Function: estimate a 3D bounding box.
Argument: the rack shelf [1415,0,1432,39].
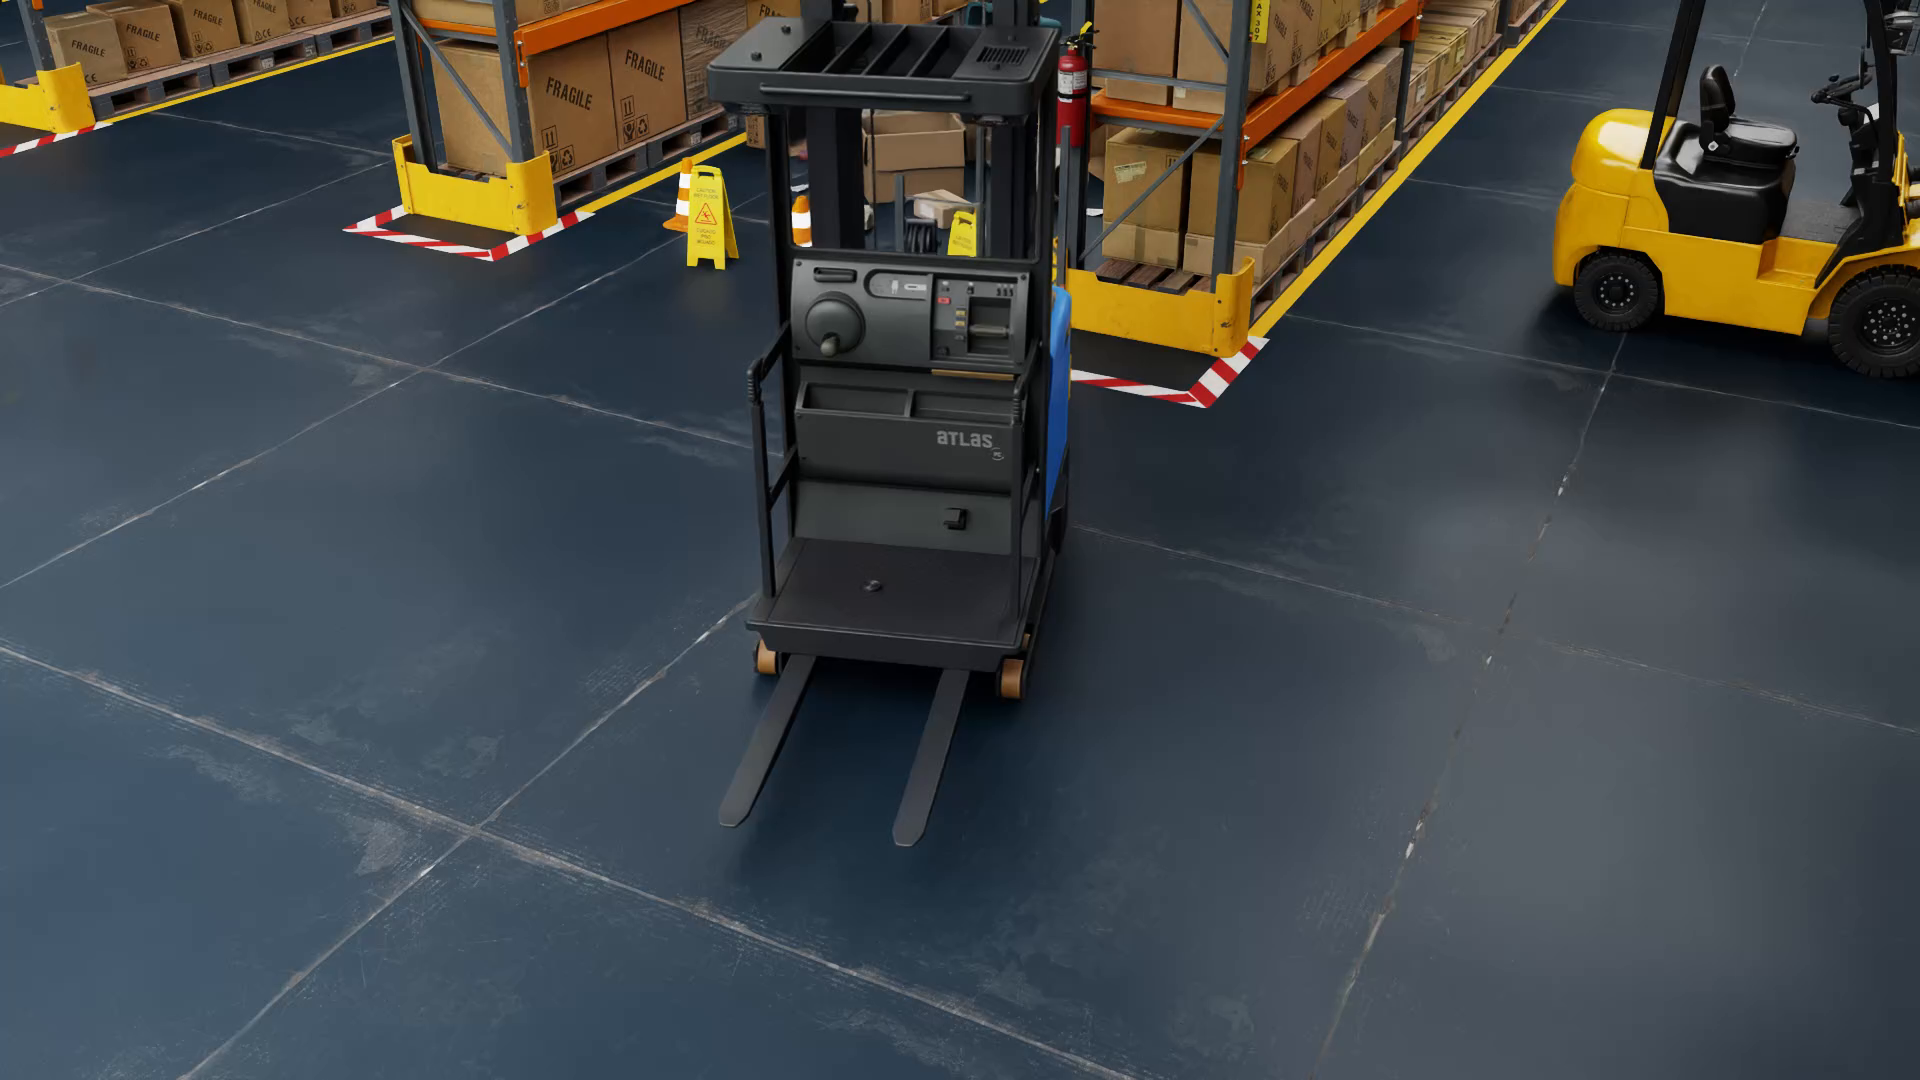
[{"bbox_3d":[3.815,-4.861,13.926,1.077,0.370,4.000,14,33,23],"label":"rack shelf"}]

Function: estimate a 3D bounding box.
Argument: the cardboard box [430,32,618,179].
[{"bbox_3d":[-3.121,-3.168,11.966,0.875,0.875,0.875,14,33,24],"label":"cardboard box"}]

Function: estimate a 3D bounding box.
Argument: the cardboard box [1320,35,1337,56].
[{"bbox_3d":[2.174,-3.188,10.541,0.380,0.149,0.250,13,32,22],"label":"cardboard box"}]

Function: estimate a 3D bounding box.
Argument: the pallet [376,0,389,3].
[{"bbox_3d":[-5.565,-5.671,17.413,1.003,0.211,1.213,14,33,23],"label":"pallet"}]

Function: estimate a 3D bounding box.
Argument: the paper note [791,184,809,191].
[{"bbox_3d":[-1.164,-2.595,12.240,0.142,0.017,0.144,-25,38,-36],"label":"paper note"}]

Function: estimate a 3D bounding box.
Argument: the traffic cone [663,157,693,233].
[{"bbox_3d":[-1.865,-2.405,11.473,0.336,0.463,0.334,14,33,23],"label":"traffic cone"}]

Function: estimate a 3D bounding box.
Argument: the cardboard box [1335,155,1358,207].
[{"bbox_3d":[2.404,-2.491,11.414,0.500,0.250,0.500,15,33,24],"label":"cardboard box"}]

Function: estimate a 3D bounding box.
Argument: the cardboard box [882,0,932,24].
[{"bbox_3d":[-0.903,-5.294,15.794,1.050,0.750,0.750,14,33,23],"label":"cardboard box"}]

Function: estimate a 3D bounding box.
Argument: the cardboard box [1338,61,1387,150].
[{"bbox_3d":[2.643,-3.053,11.640,0.500,0.500,0.500,15,33,24],"label":"cardboard box"}]

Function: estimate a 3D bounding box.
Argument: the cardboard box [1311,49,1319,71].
[{"bbox_3d":[1.961,-2.947,10.122,0.380,0.149,0.250,15,33,25],"label":"cardboard box"}]

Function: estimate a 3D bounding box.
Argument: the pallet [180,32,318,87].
[{"bbox_3d":[-6.747,-4.477,15.334,1.003,0.211,1.213,14,33,23],"label":"pallet"}]

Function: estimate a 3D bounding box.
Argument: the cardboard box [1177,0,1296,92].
[{"bbox_3d":[1.544,-2.833,9.272,0.500,0.500,0.500,14,33,23],"label":"cardboard box"}]

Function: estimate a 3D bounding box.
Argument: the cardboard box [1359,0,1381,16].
[{"bbox_3d":[2.462,-3.745,10.860,0.500,0.500,0.500,15,33,25],"label":"cardboard box"}]

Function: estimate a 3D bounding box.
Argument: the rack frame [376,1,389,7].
[{"bbox_3d":[-5.918,-6.535,16.117,1.000,3.000,0.127,14,33,23],"label":"rack frame"}]

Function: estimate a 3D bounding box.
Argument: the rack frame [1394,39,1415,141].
[{"bbox_3d":[2.904,-4.287,12.203,1.000,3.000,0.127,14,33,23],"label":"rack frame"}]

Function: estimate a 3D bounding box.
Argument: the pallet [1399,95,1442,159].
[{"bbox_3d":[3.257,-3.423,13.499,1.003,0.211,1.213,14,33,23],"label":"pallet"}]

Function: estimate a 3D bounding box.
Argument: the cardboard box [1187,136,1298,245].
[{"bbox_3d":[1.706,-2.134,10.040,0.500,0.500,0.500,13,32,22],"label":"cardboard box"}]

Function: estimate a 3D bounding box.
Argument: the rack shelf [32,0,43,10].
[{"bbox_3d":[-6.829,-5.336,14.753,1.077,0.370,4.000,14,33,23],"label":"rack shelf"}]

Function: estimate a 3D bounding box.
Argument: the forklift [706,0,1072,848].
[{"bbox_3d":[-0.230,-0.829,6.251,1.130,2.935,3.031,5,30,8],"label":"forklift"}]

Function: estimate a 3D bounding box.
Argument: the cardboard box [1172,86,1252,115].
[{"bbox_3d":[1.421,-2.508,9.358,0.380,0.149,0.250,14,33,23],"label":"cardboard box"}]

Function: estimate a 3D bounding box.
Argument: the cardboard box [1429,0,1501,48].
[{"bbox_3d":[4.460,-4.854,15.408,0.950,0.372,0.625,12,32,20],"label":"cardboard box"}]

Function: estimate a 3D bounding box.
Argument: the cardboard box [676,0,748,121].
[{"bbox_3d":[-2.305,-3.962,13.349,0.875,0.875,0.875,15,33,24],"label":"cardboard box"}]

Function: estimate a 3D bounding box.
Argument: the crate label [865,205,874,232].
[{"bbox_3d":[-0.711,-2.219,11.477,0.250,0.136,0.298,-1,30,-3],"label":"crate label"}]

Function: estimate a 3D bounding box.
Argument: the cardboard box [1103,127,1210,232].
[{"bbox_3d":[1.214,-2.243,10.230,0.500,0.500,0.500,15,33,24],"label":"cardboard box"}]

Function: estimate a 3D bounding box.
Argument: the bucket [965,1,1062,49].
[{"bbox_3d":[0.442,-4.021,13.501,0.620,0.611,0.726,-14,31,-42],"label":"bucket"}]

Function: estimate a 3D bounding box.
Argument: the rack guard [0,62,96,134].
[{"bbox_3d":[-7.706,-3.711,13.711,1.175,0.500,0.348,14,33,23],"label":"rack guard"}]

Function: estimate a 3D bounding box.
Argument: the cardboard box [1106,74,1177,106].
[{"bbox_3d":[1.062,-2.619,9.550,0.380,0.149,0.250,15,33,25],"label":"cardboard box"}]

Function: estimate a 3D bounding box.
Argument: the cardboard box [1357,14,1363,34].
[{"bbox_3d":[2.426,-3.408,10.925,0.380,0.149,0.250,14,33,22],"label":"cardboard box"}]

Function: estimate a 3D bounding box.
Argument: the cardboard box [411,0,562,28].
[{"bbox_3d":[-3.242,-3.831,11.259,0.875,0.550,0.550,14,33,23],"label":"cardboard box"}]

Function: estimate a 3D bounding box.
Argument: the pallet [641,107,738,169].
[{"bbox_3d":[-2.520,-3.293,13.273,1.003,0.211,1.213,14,33,23],"label":"pallet"}]

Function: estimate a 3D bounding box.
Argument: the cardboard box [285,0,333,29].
[{"bbox_3d":[-6.390,-5.209,15.897,0.500,0.500,0.500,-26,39,-37],"label":"cardboard box"}]

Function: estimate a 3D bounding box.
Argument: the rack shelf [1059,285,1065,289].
[{"bbox_3d":[0.128,-1.083,8.492,0.538,0.185,1.000,12,32,19],"label":"rack shelf"}]

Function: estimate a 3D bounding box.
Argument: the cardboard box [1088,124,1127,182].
[{"bbox_3d":[1.204,-3.037,12.535,0.500,0.500,0.500,-12,32,-20],"label":"cardboard box"}]

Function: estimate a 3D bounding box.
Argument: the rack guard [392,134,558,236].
[{"bbox_3d":[-3.382,-2.497,11.596,1.175,0.500,0.348,14,33,23],"label":"rack guard"}]

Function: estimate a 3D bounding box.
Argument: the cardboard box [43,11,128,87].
[{"bbox_3d":[-7.441,-4.133,14.023,0.500,0.500,0.500,21,36,32],"label":"cardboard box"}]

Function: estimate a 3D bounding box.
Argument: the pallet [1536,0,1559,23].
[{"bbox_3d":[5.709,-5.722,17.502,1.003,0.211,1.213,14,33,23],"label":"pallet"}]

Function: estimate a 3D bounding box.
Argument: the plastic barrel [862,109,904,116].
[{"bbox_3d":[-0.700,-3.397,13.240,0.421,0.421,0.512,-12,32,-20],"label":"plastic barrel"}]

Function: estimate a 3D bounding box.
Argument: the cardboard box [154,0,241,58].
[{"bbox_3d":[-6.897,-4.679,14.974,0.500,0.500,0.500,18,34,28],"label":"cardboard box"}]

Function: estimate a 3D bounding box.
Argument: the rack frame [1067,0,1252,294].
[{"bbox_3d":[1.082,-2.513,9.115,1.000,3.000,0.127,14,33,23],"label":"rack frame"}]

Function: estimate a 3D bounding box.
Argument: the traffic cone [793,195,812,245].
[{"bbox_3d":[-1.014,-1.998,10.764,0.336,0.463,0.334,14,33,23],"label":"traffic cone"}]

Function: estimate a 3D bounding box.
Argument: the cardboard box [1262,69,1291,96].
[{"bbox_3d":[1.716,-2.722,9.731,0.380,0.149,0.250,13,32,22],"label":"cardboard box"}]

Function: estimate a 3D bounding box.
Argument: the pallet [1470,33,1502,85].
[{"bbox_3d":[4.369,-4.505,15.382,1.003,0.211,1.213,14,33,23],"label":"pallet"}]

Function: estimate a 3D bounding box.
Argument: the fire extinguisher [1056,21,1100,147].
[{"bbox_3d":[0.619,-2.534,9.228,0.296,0.674,0.183,14,33,23],"label":"fire extinguisher"}]

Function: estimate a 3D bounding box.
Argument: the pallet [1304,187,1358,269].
[{"bbox_3d":[2.075,-2.229,11.419,1.003,0.211,1.213,14,33,23],"label":"pallet"}]

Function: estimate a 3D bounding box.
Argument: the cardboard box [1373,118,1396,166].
[{"bbox_3d":[2.874,-2.953,12.220,0.500,0.250,0.500,16,33,25],"label":"cardboard box"}]

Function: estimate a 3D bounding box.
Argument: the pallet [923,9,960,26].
[{"bbox_3d":[-0.710,-5.058,16.345,1.003,0.211,1.213,14,33,23],"label":"pallet"}]

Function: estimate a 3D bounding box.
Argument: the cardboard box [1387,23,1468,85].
[{"bbox_3d":[3.780,-4.190,14.252,0.950,0.372,0.625,15,33,25],"label":"cardboard box"}]

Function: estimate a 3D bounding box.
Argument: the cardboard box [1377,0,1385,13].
[{"bbox_3d":[2.733,-3.756,11.531,0.380,0.149,0.250,14,33,24],"label":"cardboard box"}]

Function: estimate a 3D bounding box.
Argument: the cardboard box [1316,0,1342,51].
[{"bbox_3d":[2.008,-3.289,10.067,0.500,0.500,0.500,14,33,22],"label":"cardboard box"}]

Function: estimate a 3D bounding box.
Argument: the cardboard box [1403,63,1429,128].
[{"bbox_3d":[3.140,-3.562,13.158,0.950,0.372,0.625,15,33,24],"label":"cardboard box"}]

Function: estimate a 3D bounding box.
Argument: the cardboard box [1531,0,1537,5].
[{"bbox_3d":[5.525,-6.002,16.902,0.875,0.875,0.875,15,33,24],"label":"cardboard box"}]

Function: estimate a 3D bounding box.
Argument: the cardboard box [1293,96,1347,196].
[{"bbox_3d":[2.176,-2.587,10.829,0.500,0.500,0.500,15,33,24],"label":"cardboard box"}]

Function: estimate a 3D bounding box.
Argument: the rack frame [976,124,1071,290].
[{"bbox_3d":[0.322,-1.473,8.810,0.500,1.500,0.032,12,32,19],"label":"rack frame"}]

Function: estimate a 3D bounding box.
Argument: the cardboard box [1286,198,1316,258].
[{"bbox_3d":[1.934,-2.023,10.599,0.500,0.250,0.500,16,33,25],"label":"cardboard box"}]

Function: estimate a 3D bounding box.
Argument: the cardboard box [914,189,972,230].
[{"bbox_3d":[-0.120,-2.316,11.634,0.250,0.149,0.380,-18,34,-28],"label":"cardboard box"}]

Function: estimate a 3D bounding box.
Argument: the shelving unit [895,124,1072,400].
[{"bbox_3d":[0.132,-1.244,8.410,0.587,1.500,1.083,12,32,19],"label":"shelving unit"}]

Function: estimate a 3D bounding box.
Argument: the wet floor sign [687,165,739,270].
[{"bbox_3d":[-1.622,-2.109,10.774,0.267,0.644,0.232,9,31,15],"label":"wet floor sign"}]

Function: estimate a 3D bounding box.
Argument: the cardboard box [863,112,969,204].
[{"bbox_3d":[-0.372,-2.784,12.092,0.797,0.503,0.637,-7,31,-11],"label":"cardboard box"}]
